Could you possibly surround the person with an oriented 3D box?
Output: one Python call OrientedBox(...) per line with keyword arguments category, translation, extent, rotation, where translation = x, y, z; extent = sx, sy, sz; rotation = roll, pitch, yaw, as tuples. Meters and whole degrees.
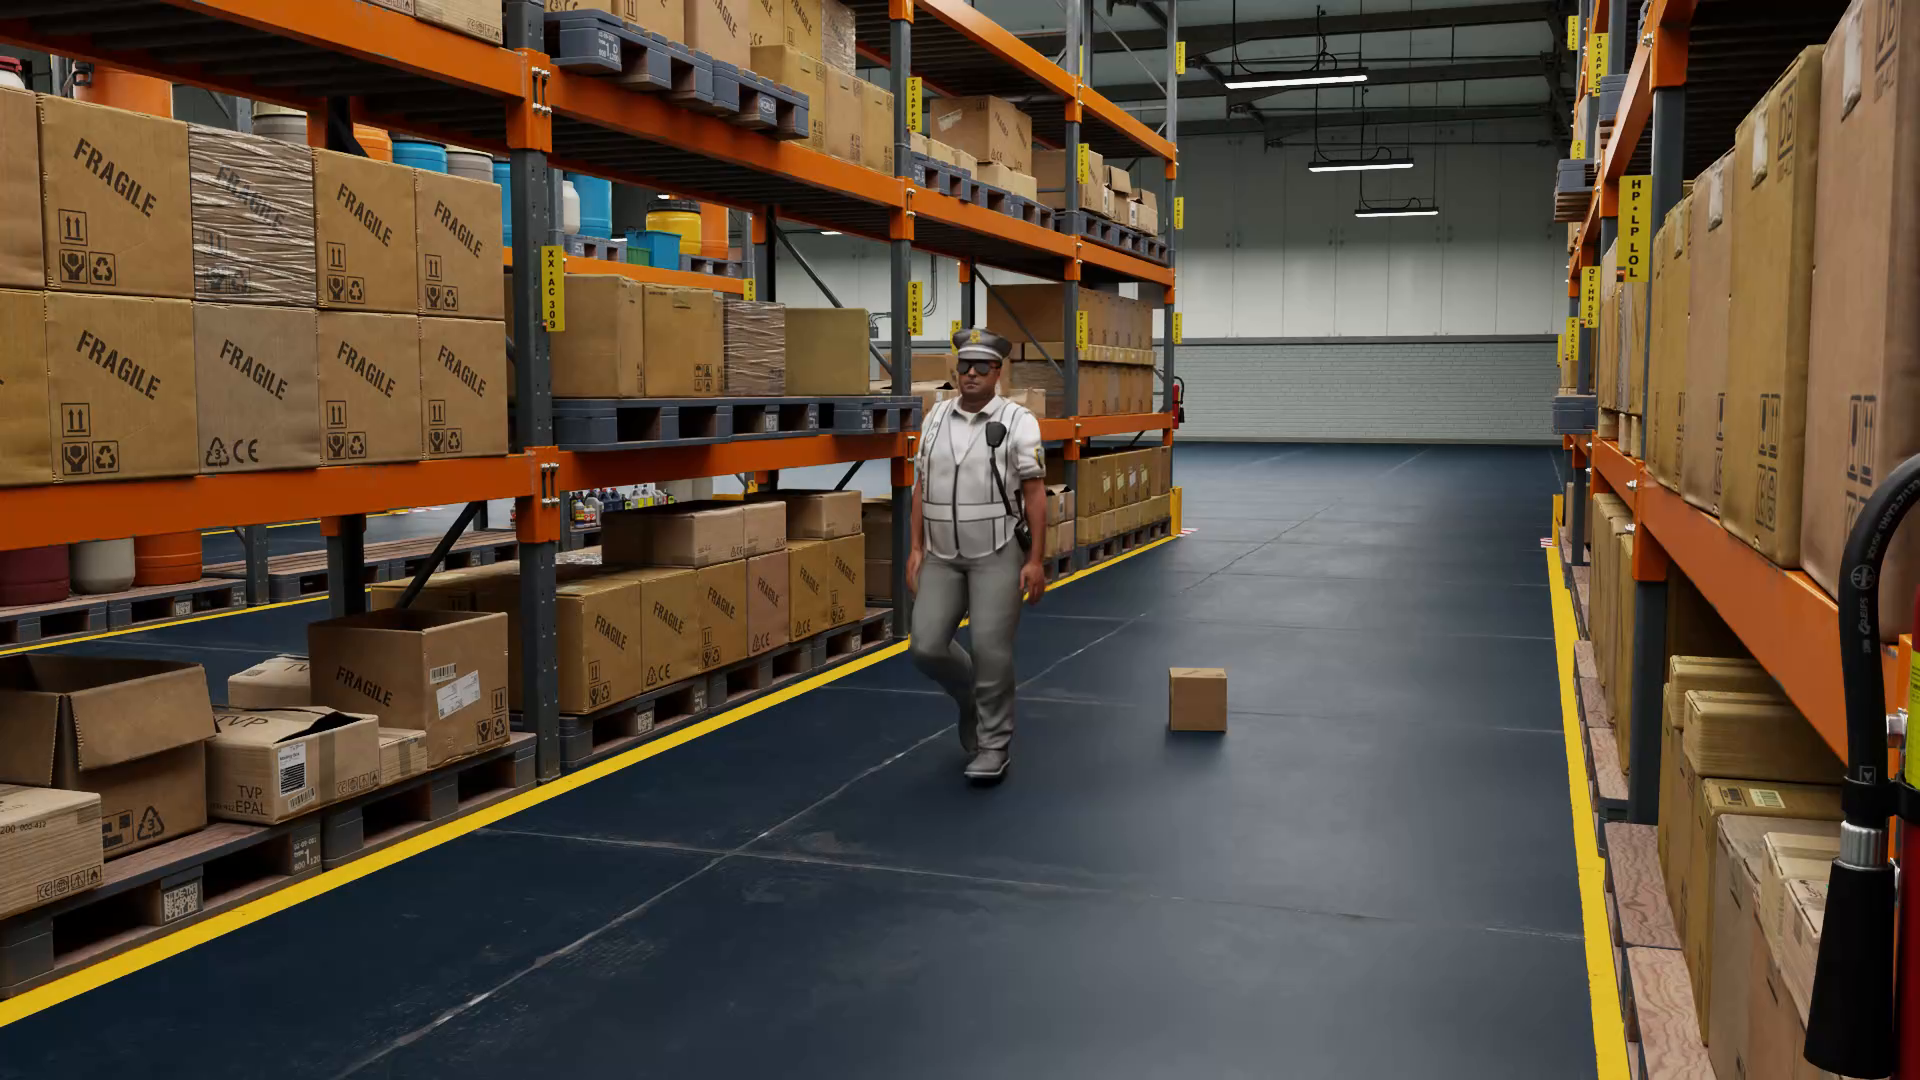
OrientedBox(category="person", translation=(0.074, 0.040, 6.664), extent=(0.597, 1.761, 0.534), rotation=(2, 6, 23))
